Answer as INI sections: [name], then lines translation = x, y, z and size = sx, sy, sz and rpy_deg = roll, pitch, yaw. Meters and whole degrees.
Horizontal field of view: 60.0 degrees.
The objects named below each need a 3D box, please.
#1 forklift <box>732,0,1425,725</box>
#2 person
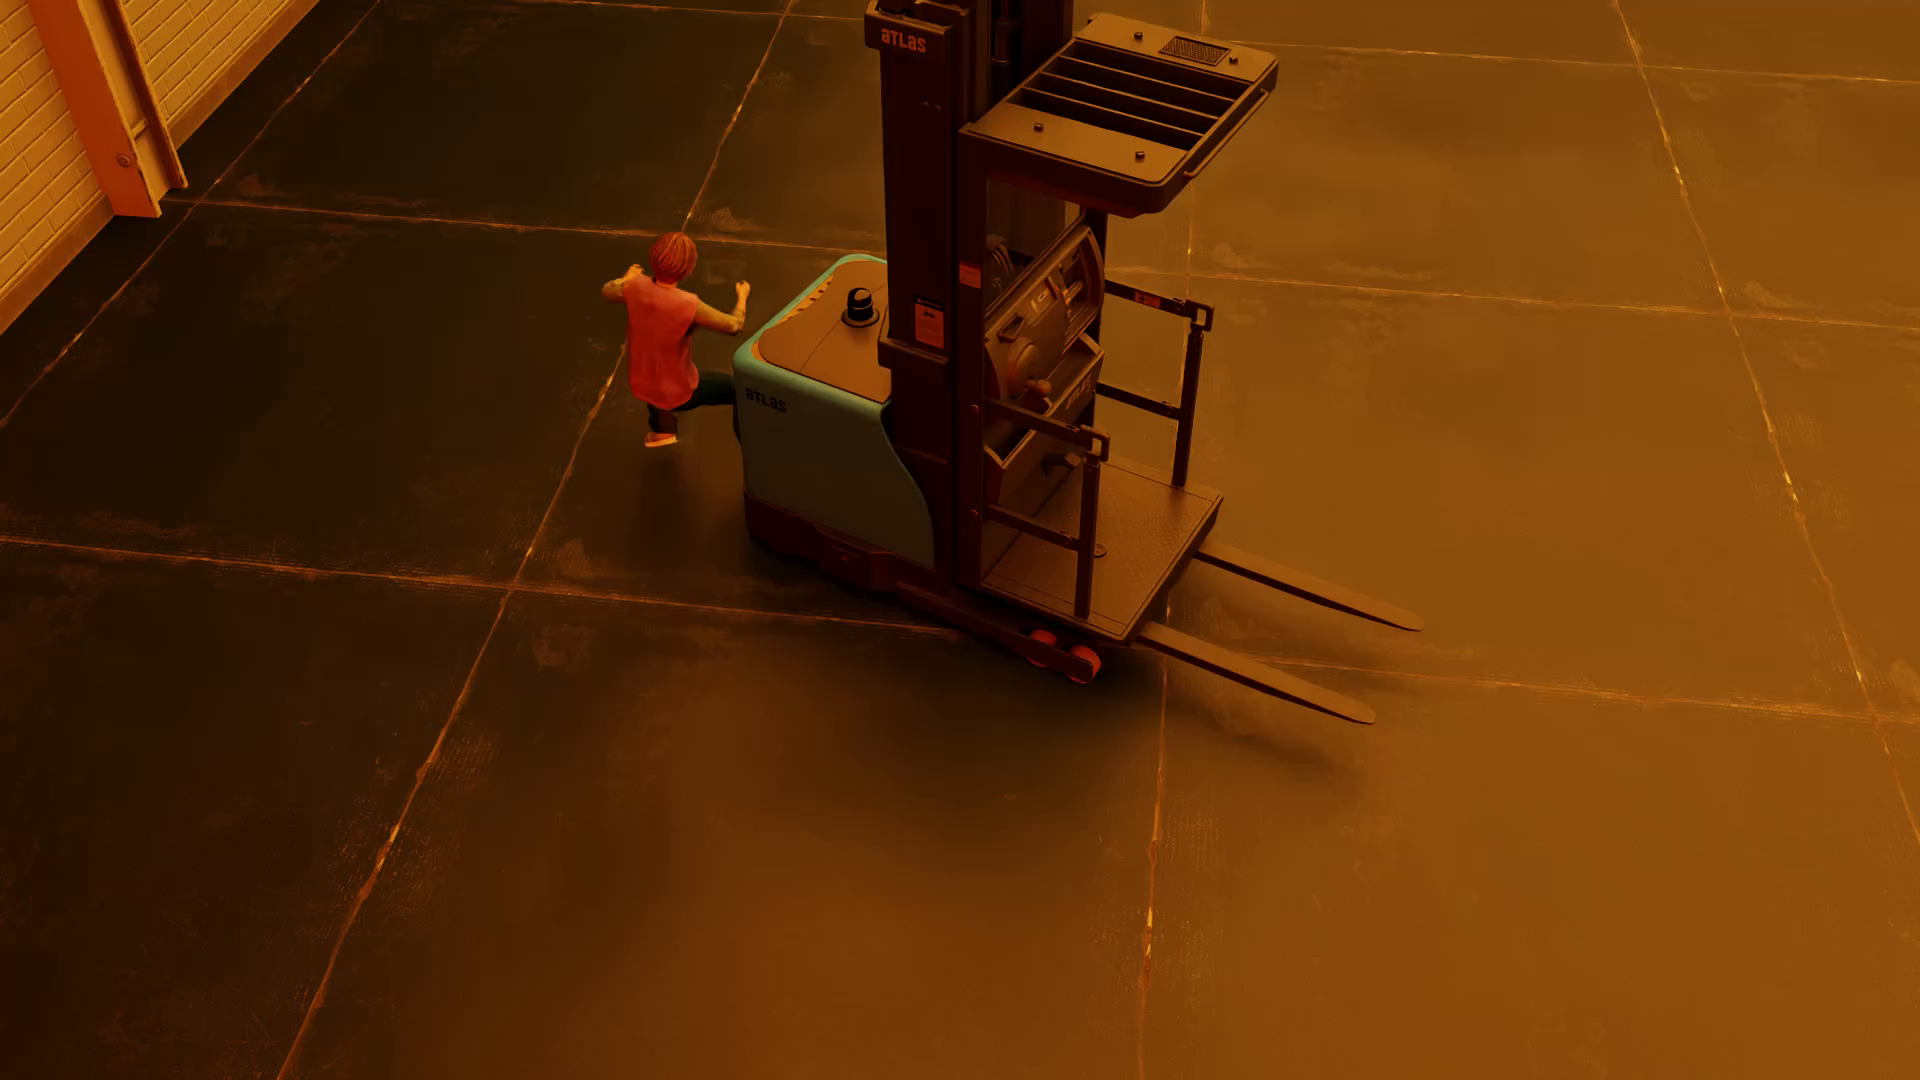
[forklift]
translation = 0.529, -0.874, 6.675
size = 3.031, 2.935, 1.130
rpy_deg = 21, 47, 22
[person]
translation = -1.277, -0.905, 7.846
size = 0.825, 1.385, 0.687
rpy_deg = 17, 45, 18
